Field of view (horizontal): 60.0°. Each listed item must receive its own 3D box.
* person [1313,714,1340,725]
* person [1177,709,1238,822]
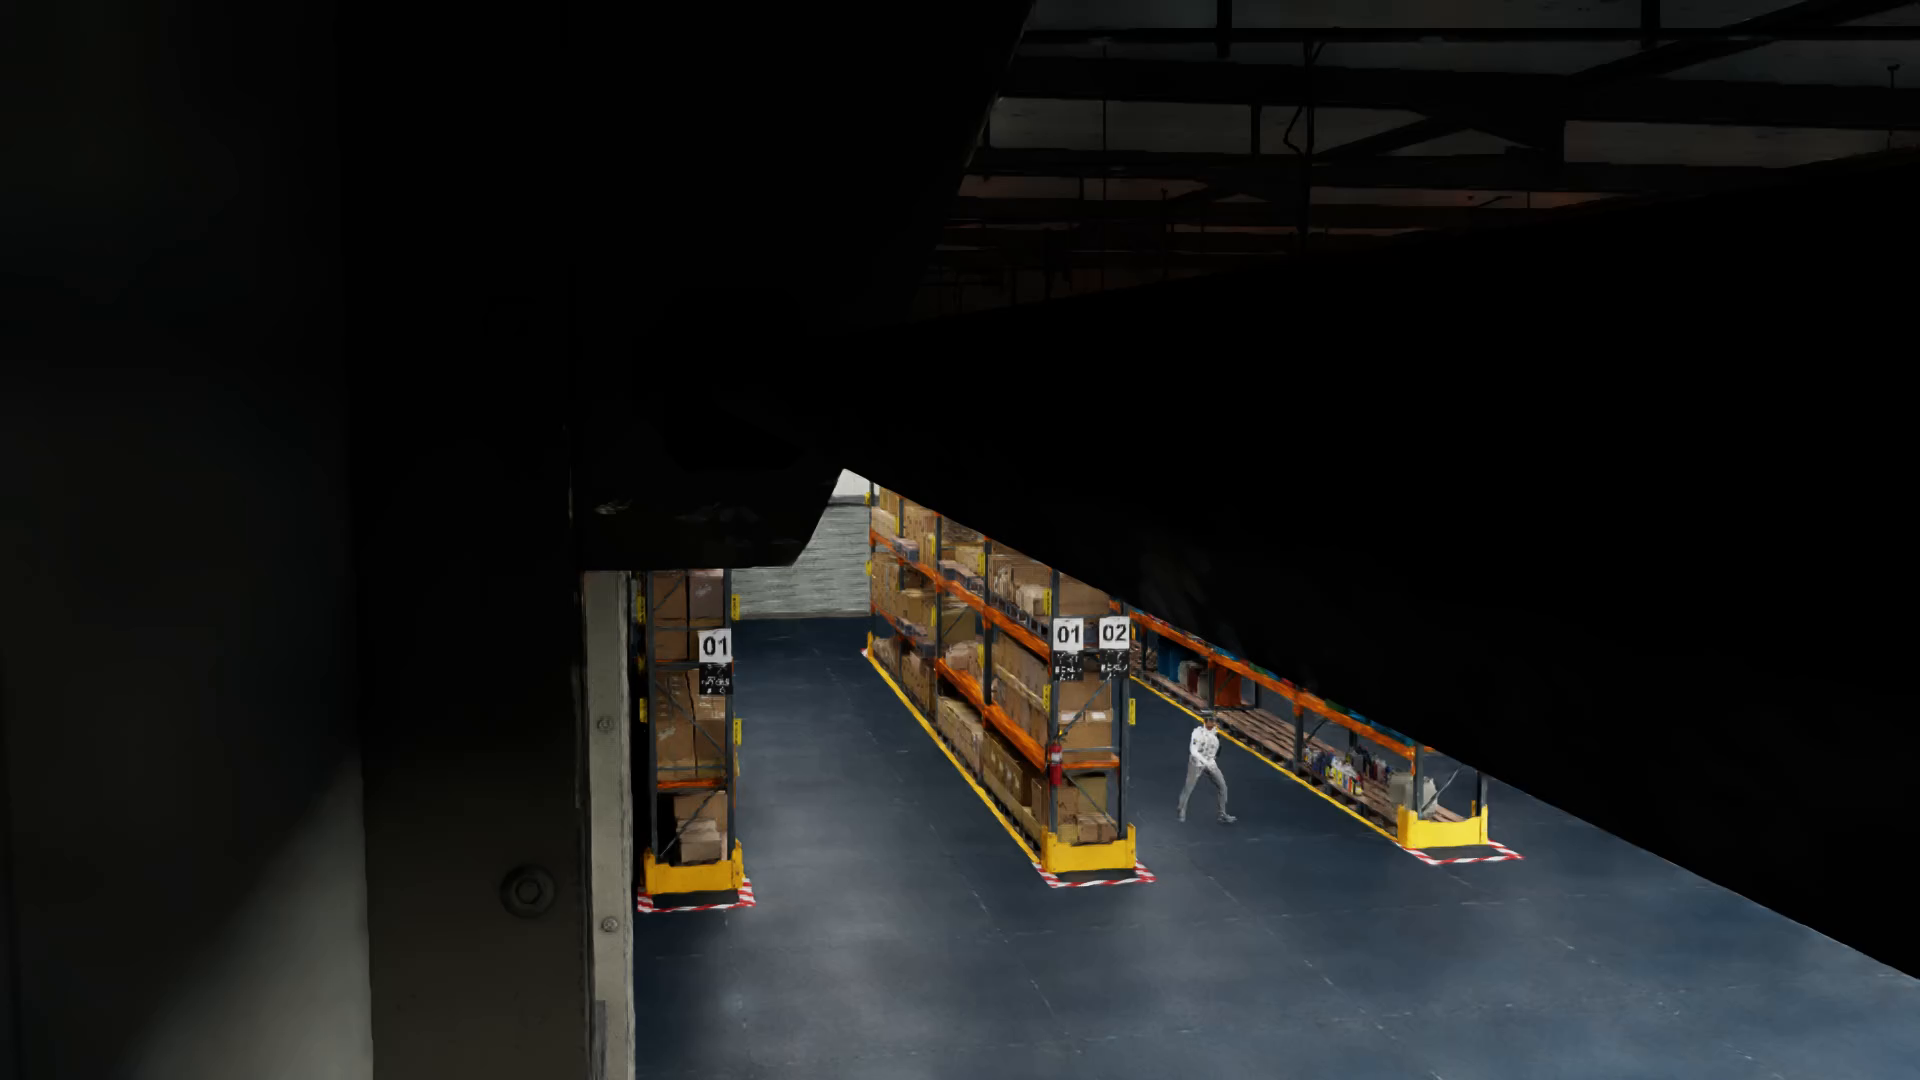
[{"bbox_3d":[6.572,2.345,29.534,0.577,1.785,0.651,2,6,21],"label":"person"},{"bbox_3d":[3.388,3.116,23.089,0.644,1.615,0.783,-3,7,-30],"label":"person"}]
